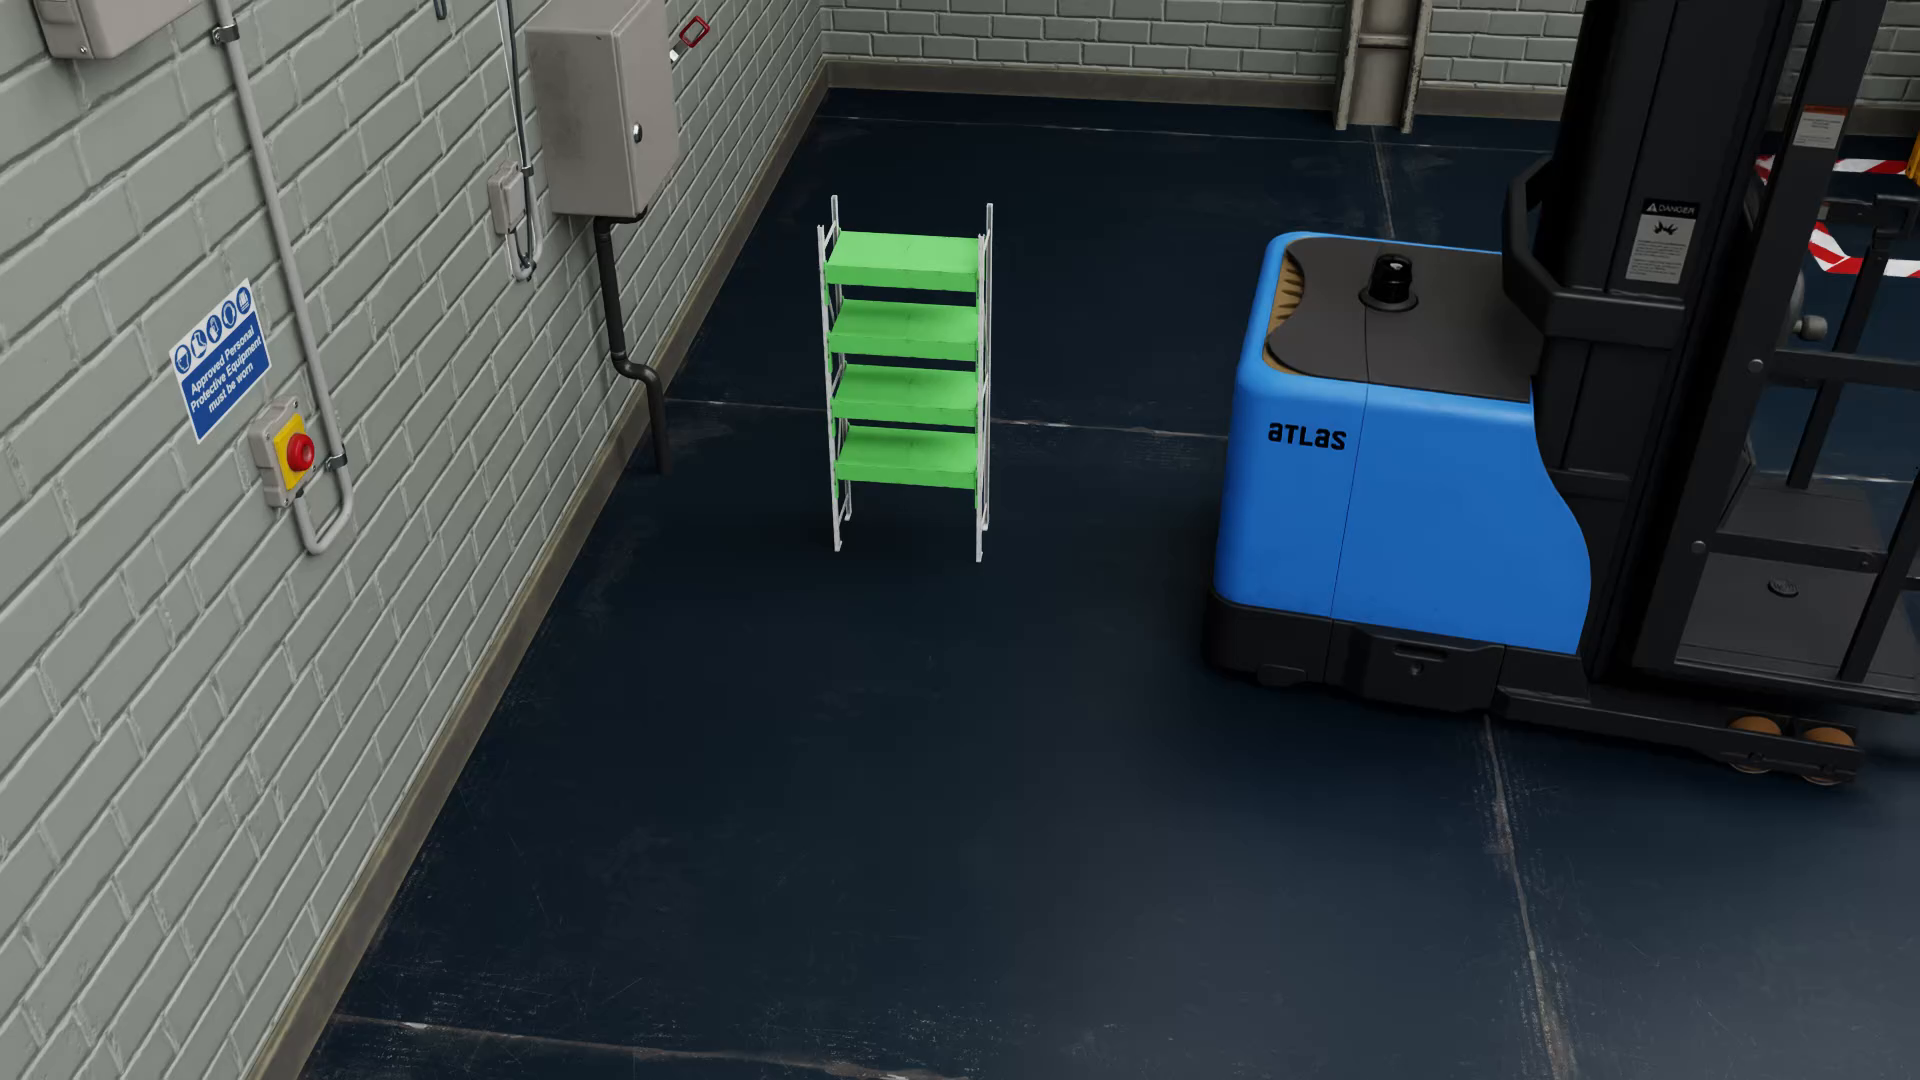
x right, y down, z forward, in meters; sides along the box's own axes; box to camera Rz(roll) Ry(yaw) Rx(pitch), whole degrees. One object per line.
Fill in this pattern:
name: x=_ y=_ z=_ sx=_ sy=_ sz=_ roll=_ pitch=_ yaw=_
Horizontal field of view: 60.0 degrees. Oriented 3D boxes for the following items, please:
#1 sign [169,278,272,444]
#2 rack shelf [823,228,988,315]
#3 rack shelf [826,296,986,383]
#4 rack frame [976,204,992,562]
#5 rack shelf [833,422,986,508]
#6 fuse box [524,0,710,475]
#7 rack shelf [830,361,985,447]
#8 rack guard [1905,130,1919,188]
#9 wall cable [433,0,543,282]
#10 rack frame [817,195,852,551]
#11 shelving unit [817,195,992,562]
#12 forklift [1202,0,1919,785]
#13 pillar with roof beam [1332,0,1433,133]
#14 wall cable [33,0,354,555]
sign: x=-1.534 y=-0.376 z=3.462 sx=0.001 sy=0.218 sz=0.327 roll=4 pitch=36 yaw=6
rack shelf: x=-0.164 y=-0.839 z=5.177 sx=0.480 sy=0.148 sz=0.258 roll=4 pitch=36 yaw=6
rack shelf: x=-0.164 y=-0.644 z=5.316 sx=0.480 sy=0.148 sz=0.258 roll=4 pitch=36 yaw=6
rack frame: x=0.078 y=-0.483 z=5.393 sx=0.015 sy=1.200 sz=0.240 roll=4 pitch=36 yaw=6
rack shelf: x=-0.164 y=-0.253 z=5.595 sx=0.480 sy=0.148 sz=0.258 roll=4 pitch=36 yaw=6
fuse box: x=-1.055 y=-0.964 z=5.628 sx=0.414 sy=1.711 sz=0.539 roll=4 pitch=36 yaw=6
rack shelf: x=-0.164 y=-0.449 z=5.456 sx=0.480 sy=0.148 sz=0.258 roll=4 pitch=36 yaw=6
rack guard: x=4.833 y=-1.723 z=7.733 sx=0.348 sy=0.500 sz=1.175 roll=4 pitch=36 yaw=6
wall cable: x=-1.298 y=-1.521 z=4.424 sx=0.122 sy=1.984 sz=0.588 roll=4 pitch=36 yaw=6
rack frame: x=-0.406 y=-0.519 z=5.444 sx=0.015 sy=1.200 sz=0.240 roll=4 pitch=36 yaw=6
shelving unit: x=-0.164 y=-0.501 z=5.419 sx=0.503 sy=1.200 sz=0.258 roll=4 pitch=36 yaw=6
forklift: x=2.324 y=-0.833 z=4.395 sx=3.031 sy=2.935 sz=1.130 roll=8 pitch=36 yaw=12
pillar with roof beam: x=1.649 y=-3.426 z=2.804 sx=0.400 sy=9.000 sz=9.100 roll=4 pitch=36 yaw=6
wall cable: x=-1.467 y=-0.715 z=3.269 sx=0.123 sy=1.953 sz=0.585 roll=4 pitch=36 yaw=6
